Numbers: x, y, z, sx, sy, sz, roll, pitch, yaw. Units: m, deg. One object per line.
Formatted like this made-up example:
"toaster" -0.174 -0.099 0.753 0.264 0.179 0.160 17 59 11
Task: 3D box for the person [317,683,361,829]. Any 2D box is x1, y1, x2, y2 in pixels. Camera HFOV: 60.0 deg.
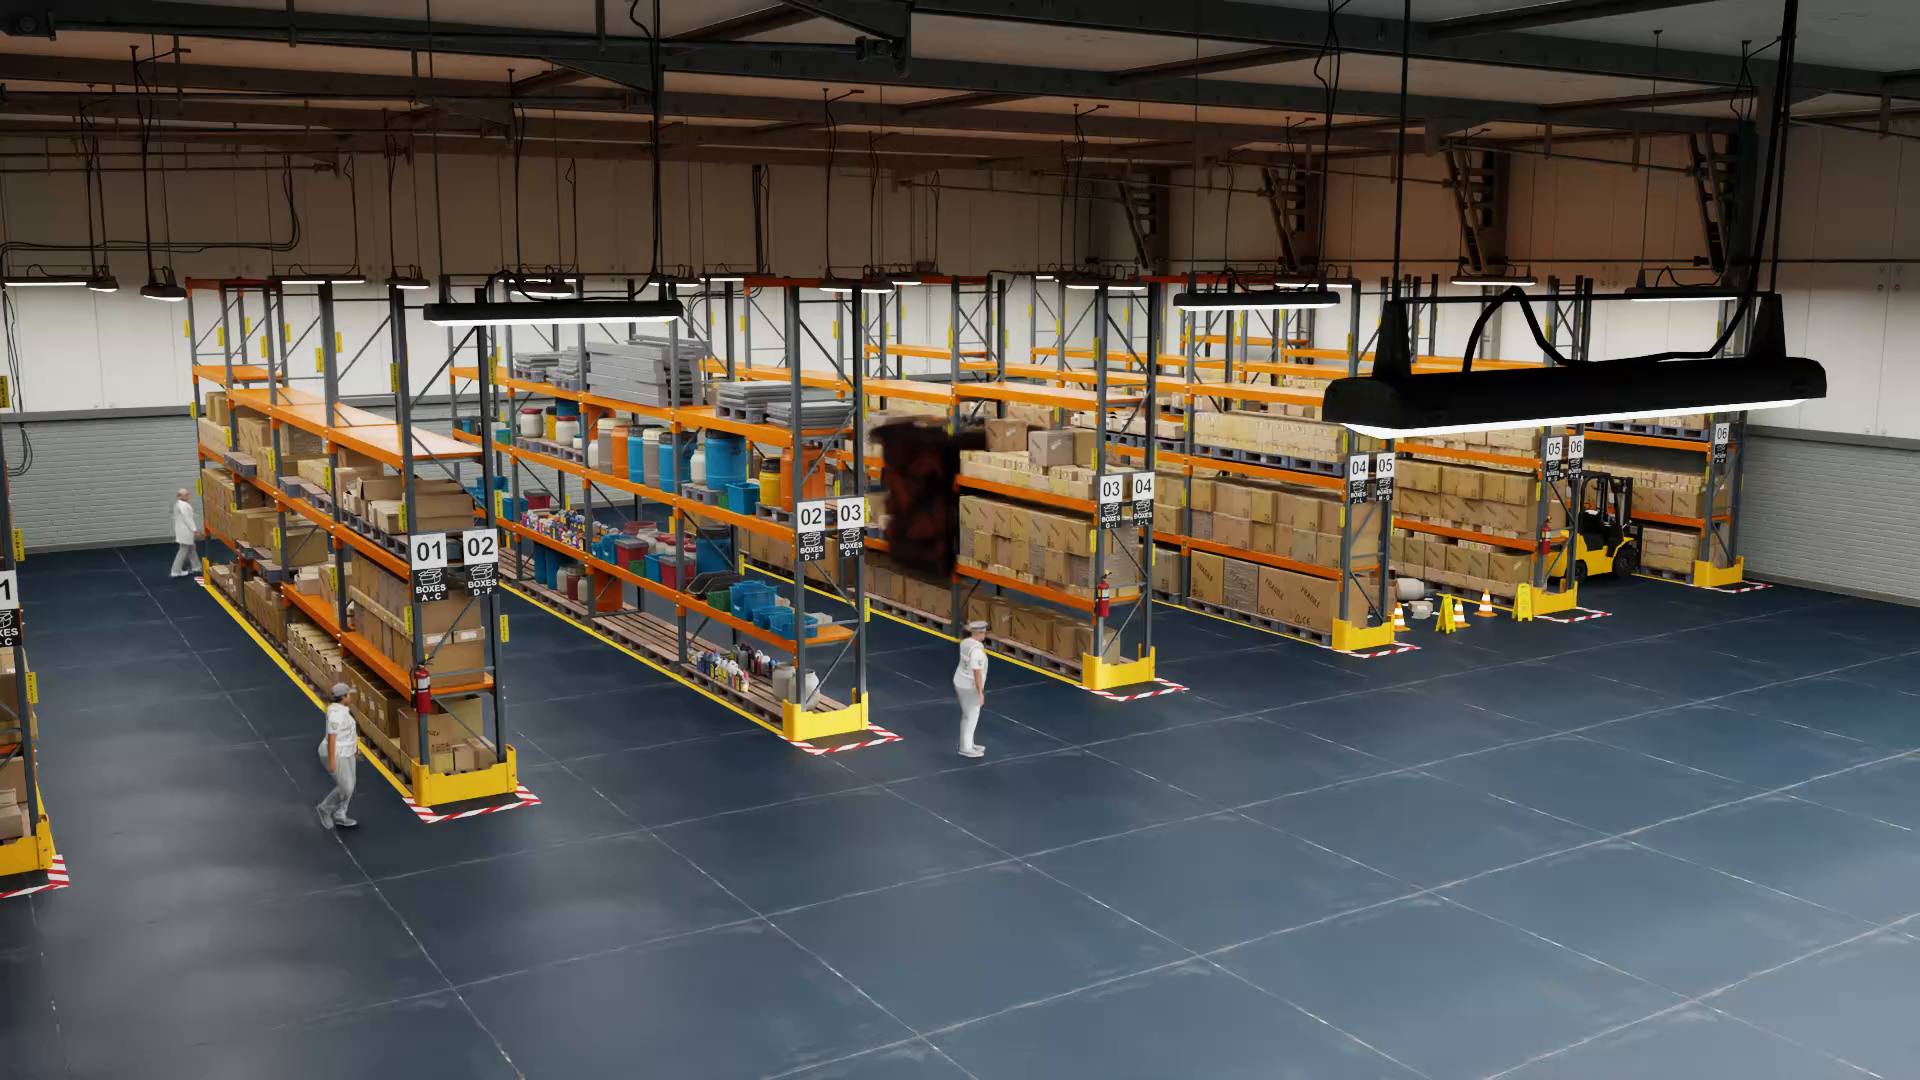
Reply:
"person" -6.965 2.420 18.633 0.476 1.644 0.522 1 10 8

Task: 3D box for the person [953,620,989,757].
"person" 0.146 1.914 21.435 0.433 1.758 0.576 -3 10 -15

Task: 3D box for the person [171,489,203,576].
"person" -15.603 -0.165 33.603 0.678 1.773 0.908 6 11 32
